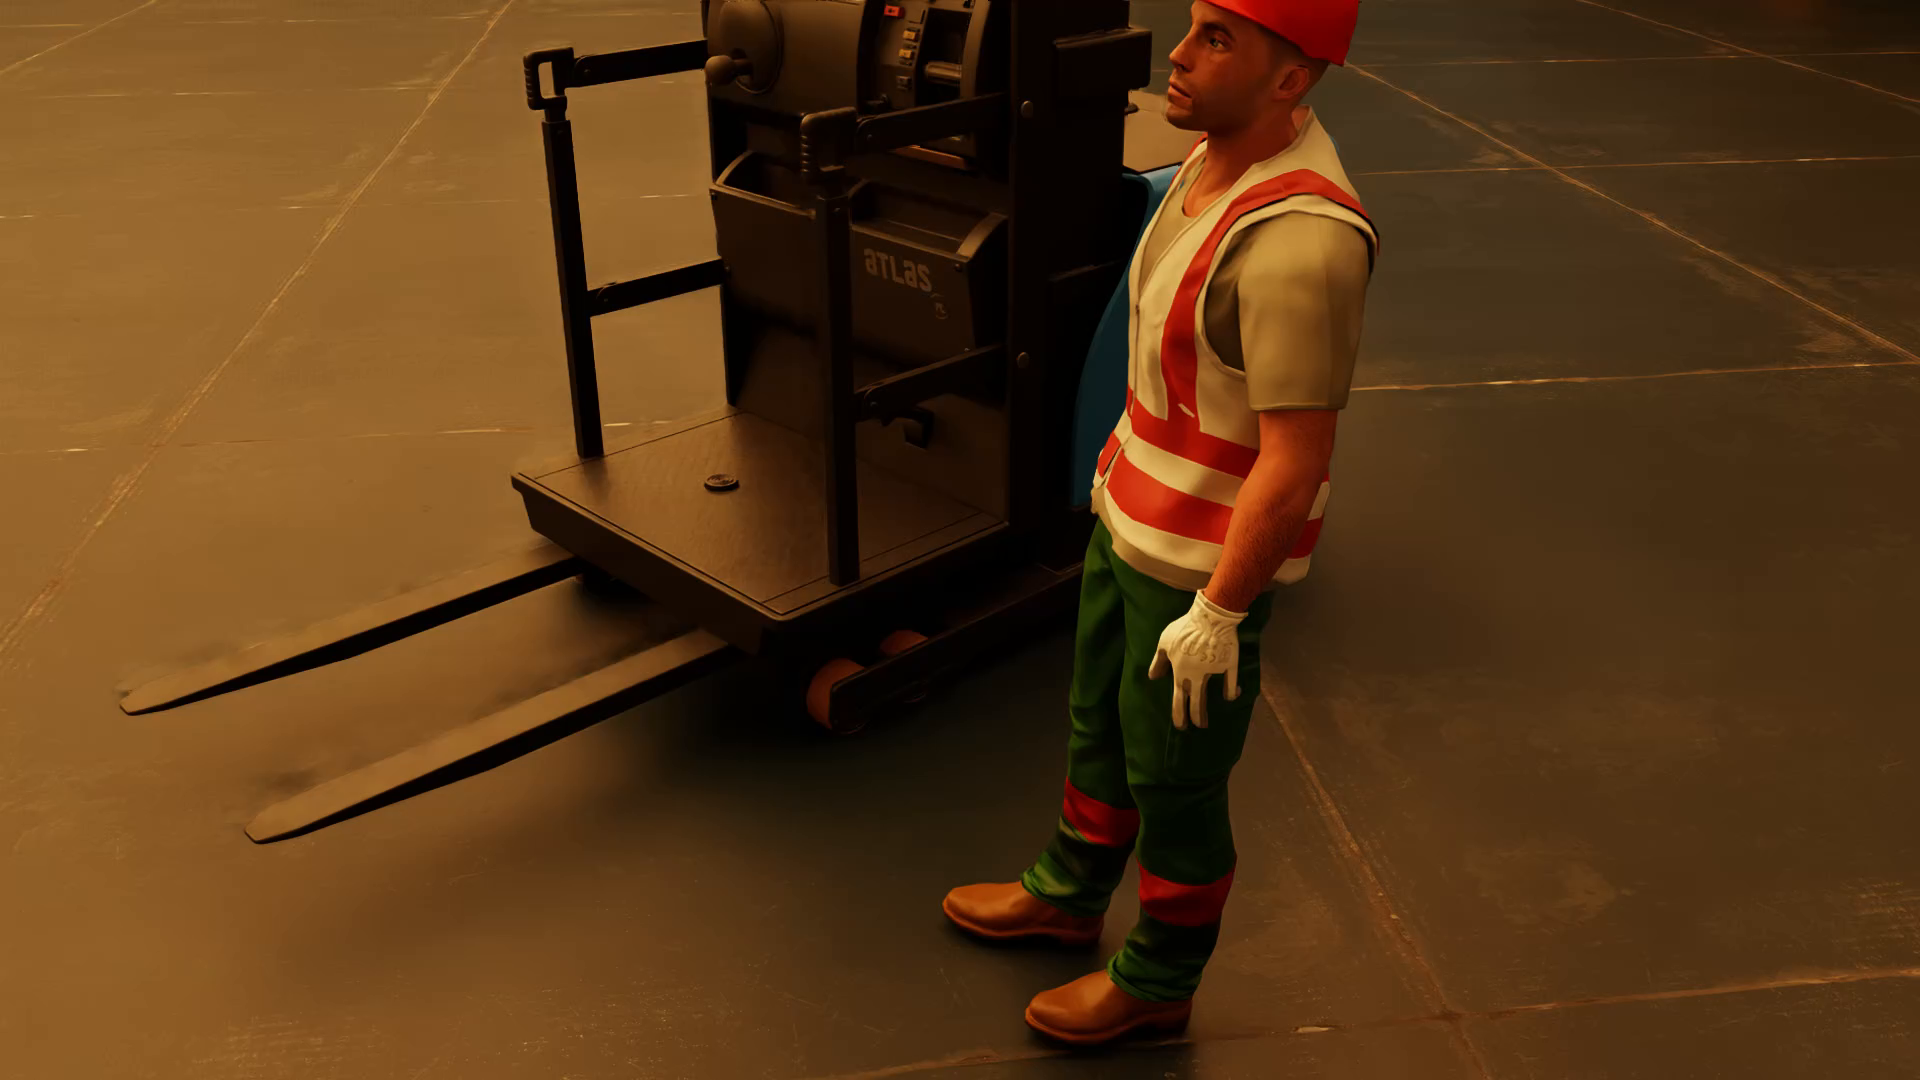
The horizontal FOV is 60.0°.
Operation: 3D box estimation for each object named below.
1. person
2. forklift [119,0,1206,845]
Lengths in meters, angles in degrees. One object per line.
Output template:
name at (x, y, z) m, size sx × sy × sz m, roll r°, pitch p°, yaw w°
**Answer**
person at (0.270, 0.006, 2.520) m, size 0.556 × 1.790 × 0.641 m, roll -3°, pitch 26°, yaw -5°
forklift at (-0.406, -1.141, 3.597) m, size 3.031 × 2.935 × 1.130 m, roll -23°, pitch 34°, yaw -39°
